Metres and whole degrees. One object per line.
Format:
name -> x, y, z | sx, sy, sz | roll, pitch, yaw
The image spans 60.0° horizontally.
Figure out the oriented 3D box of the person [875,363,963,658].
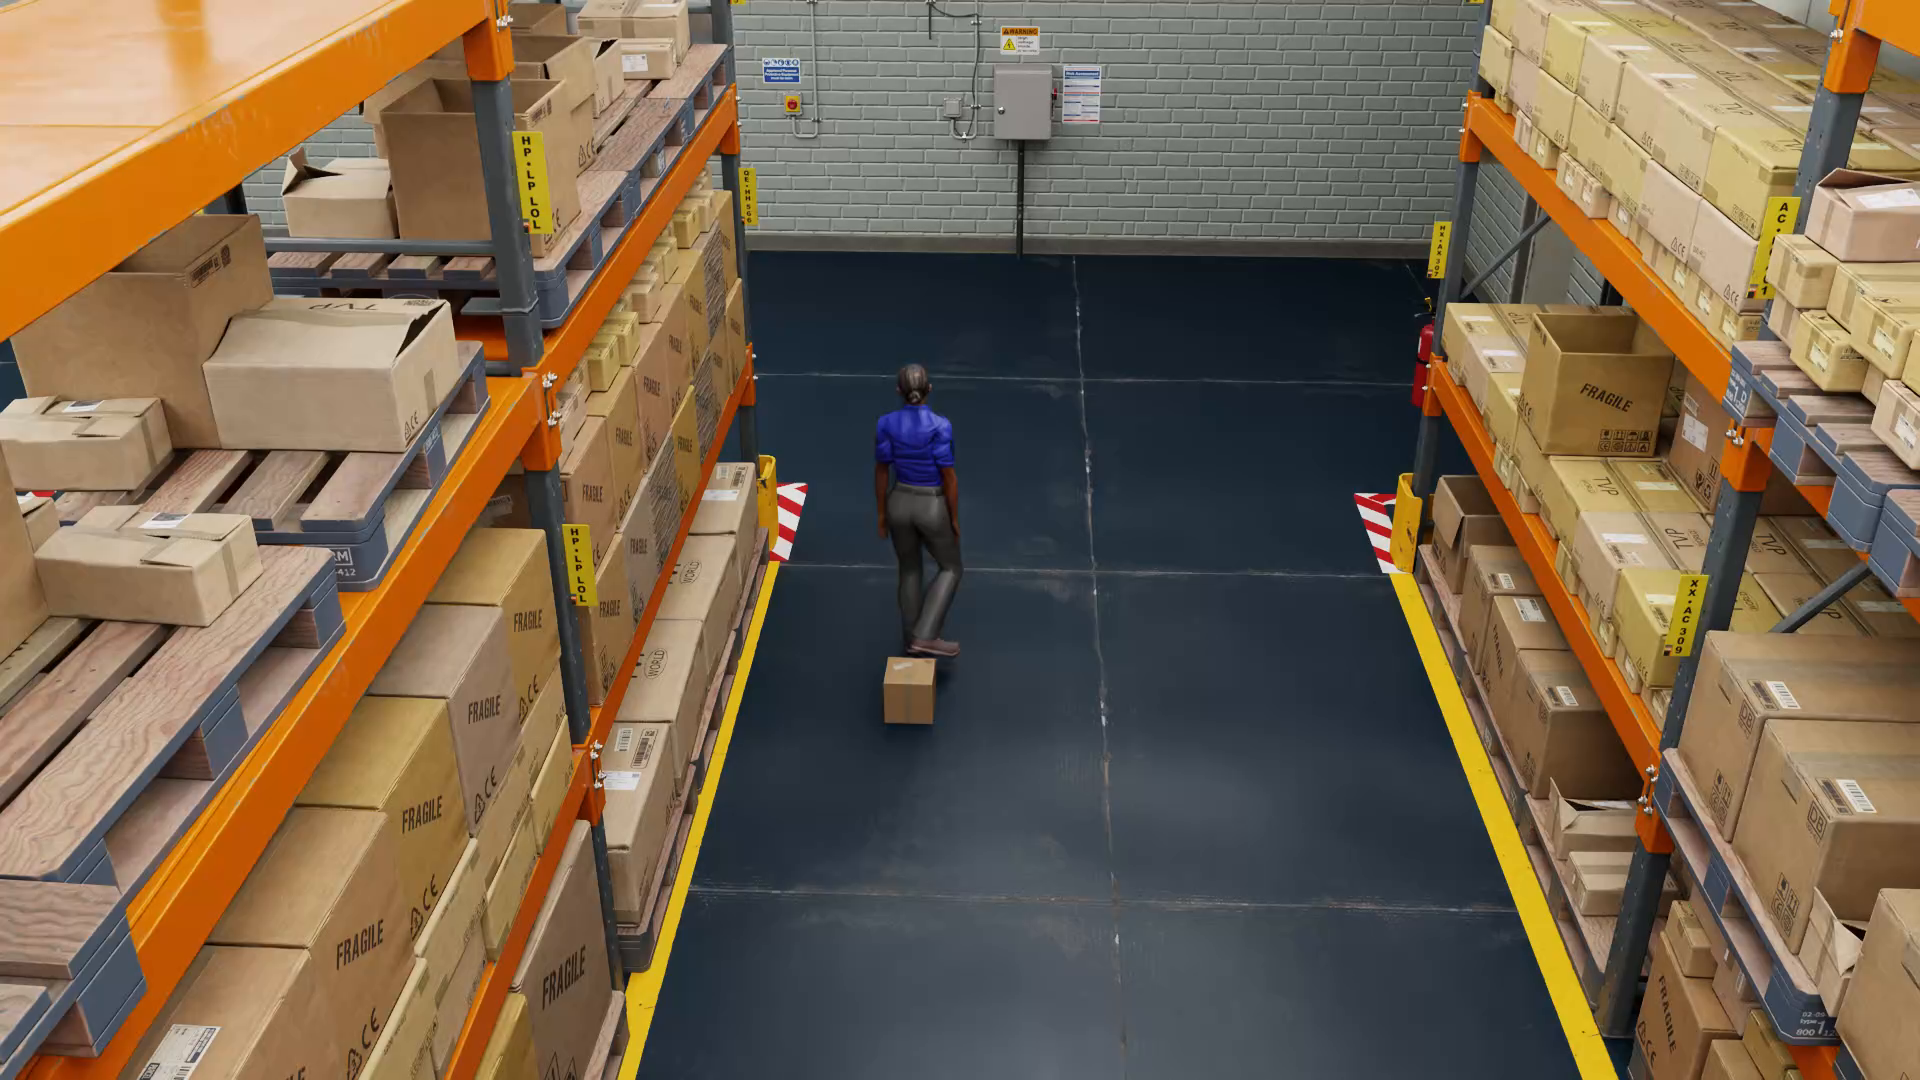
person -> -0.225, -0.106, 8.825 | 0.522, 1.650, 0.518 | 9, 29, 16
